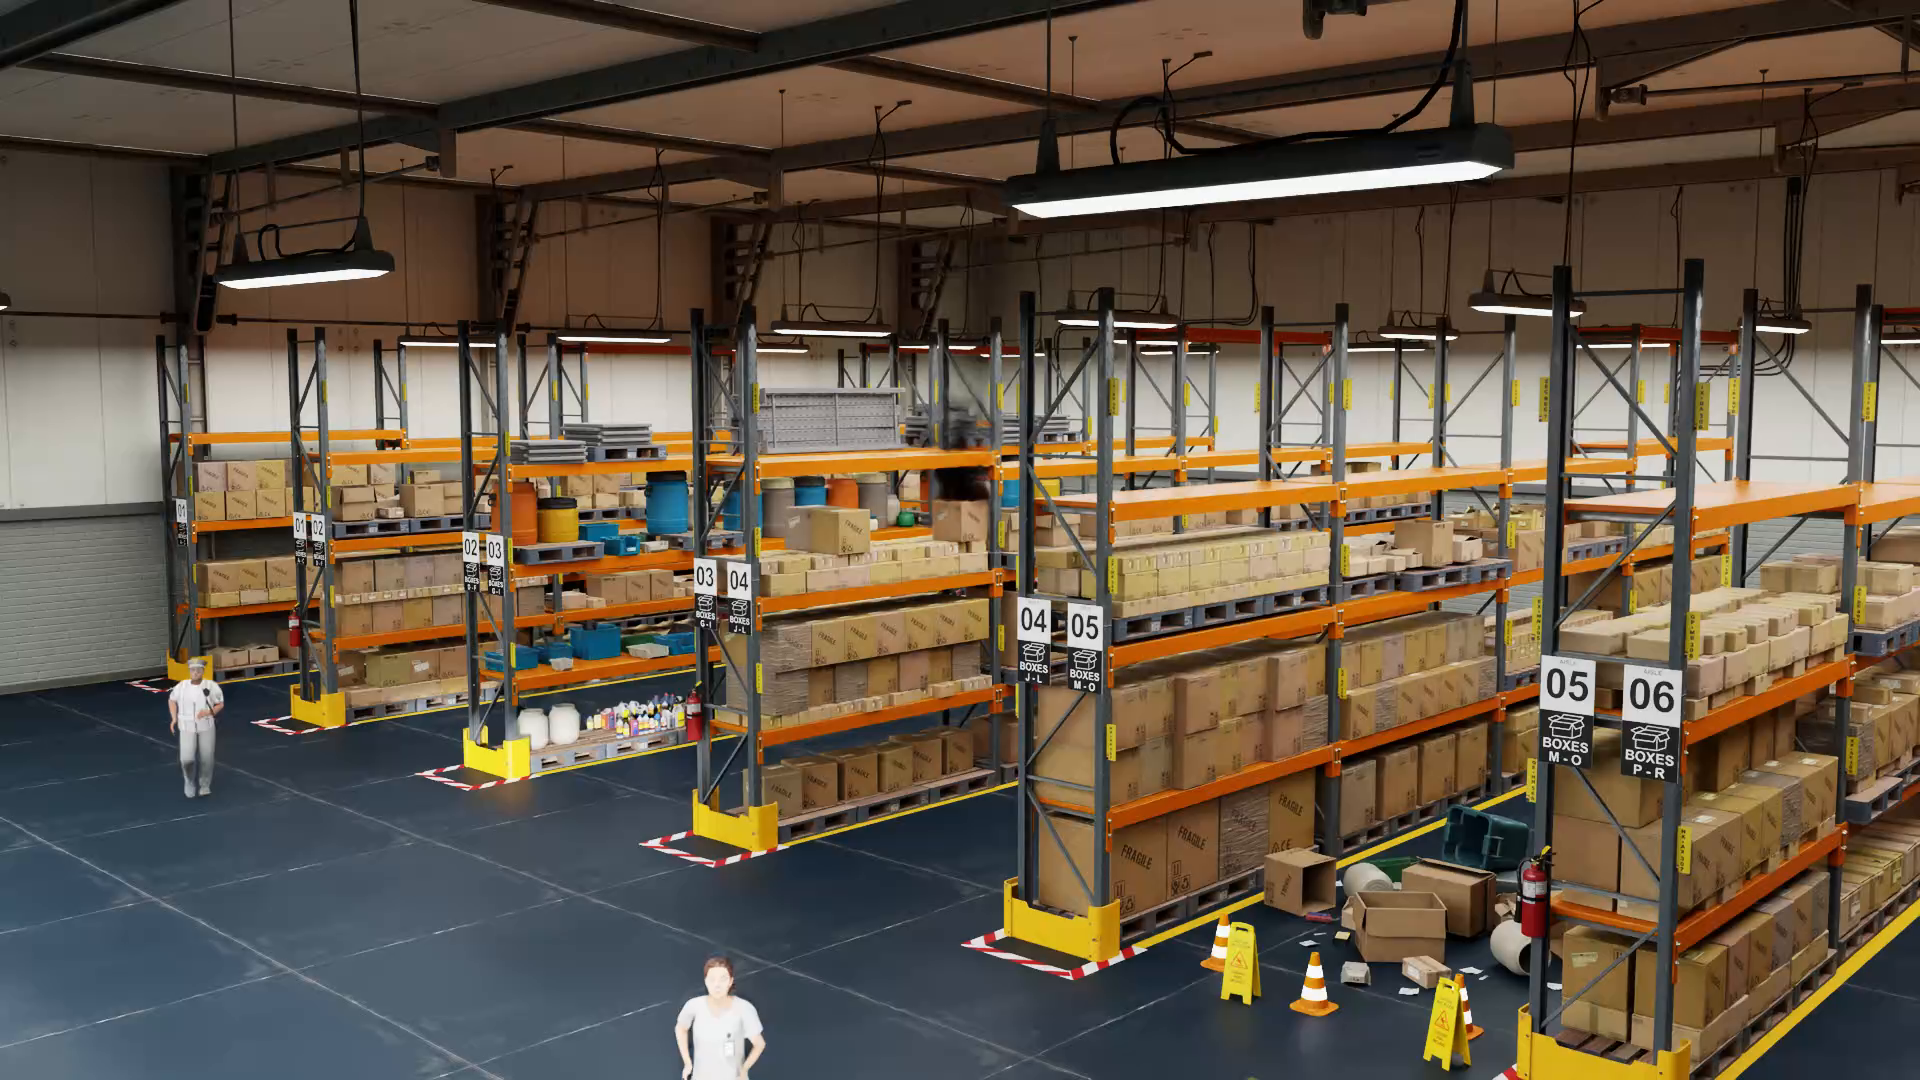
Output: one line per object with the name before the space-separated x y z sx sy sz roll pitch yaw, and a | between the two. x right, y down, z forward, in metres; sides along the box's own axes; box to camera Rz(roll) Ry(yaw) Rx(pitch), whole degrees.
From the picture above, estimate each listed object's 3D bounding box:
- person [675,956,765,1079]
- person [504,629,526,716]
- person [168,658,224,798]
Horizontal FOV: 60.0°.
person | -1.486 3.385 10.290 0.567 1.669 0.879 0 5 -3
person | -6.465 2.106 24.117 0.514 1.639 0.666 4 7 35
person | -9.496 2.346 20.691 0.647 1.748 0.659 -2 6 -22
